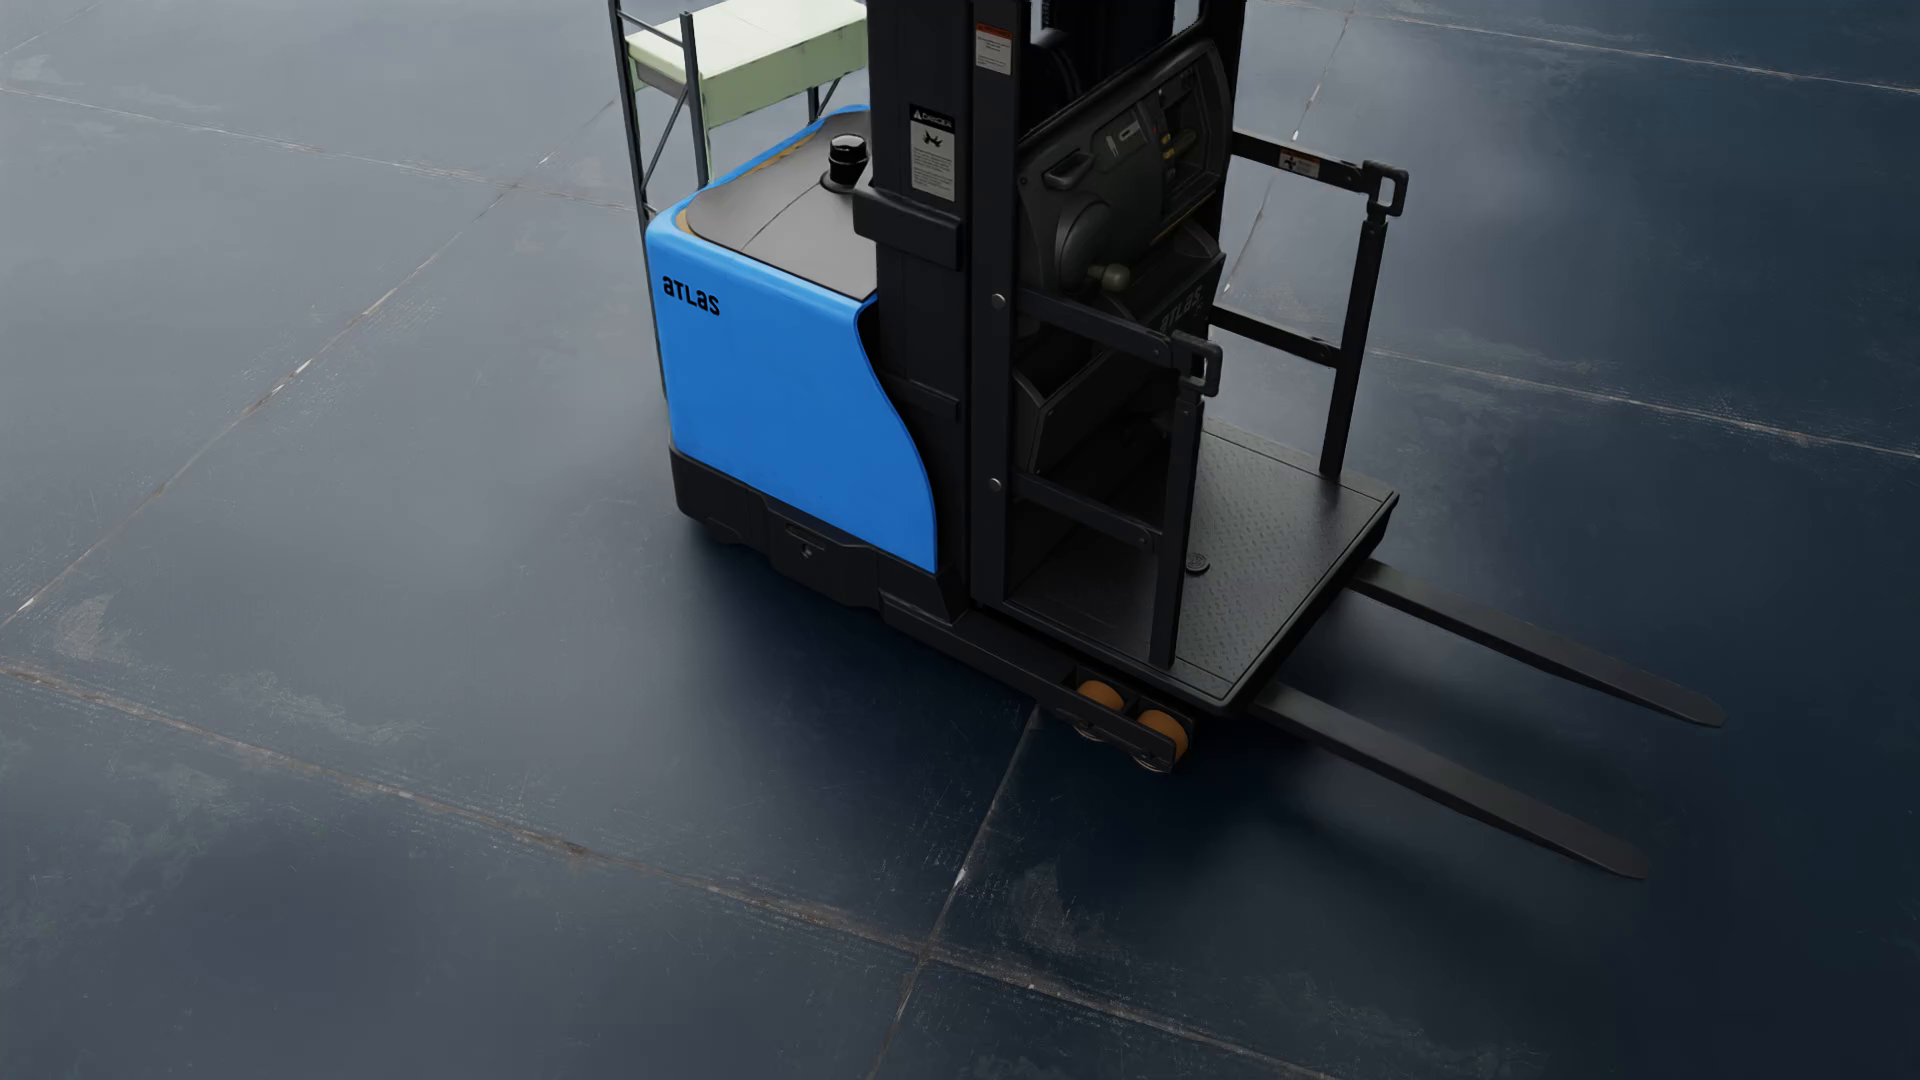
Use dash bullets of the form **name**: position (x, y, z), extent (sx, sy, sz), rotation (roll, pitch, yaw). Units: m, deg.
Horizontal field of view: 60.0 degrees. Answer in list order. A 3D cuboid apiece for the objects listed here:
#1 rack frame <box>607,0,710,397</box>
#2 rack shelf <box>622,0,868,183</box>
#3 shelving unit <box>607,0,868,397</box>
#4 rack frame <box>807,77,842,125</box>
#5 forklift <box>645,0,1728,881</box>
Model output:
- **rack frame**: position (-0.898, -0.996, 5.261), extent (0.023, 1.500, 0.400), rotation (-32, 50, -32)
- **rack shelf**: position (-0.635, -1.458, 5.202), extent (0.720, 0.370, 0.431), rotation (-32, 50, -32)
- **shelving unit**: position (-0.635, -1.161, 5.455), extent (0.755, 1.500, 0.431), rotation (-32, 50, -32)
- **rack frame**: position (-0.373, -1.327, 5.649), extent (0.023, 1.500, 0.400), rotation (-32, 50, -32)
- **forklift**: position (0.594, -0.882, 4.026), extent (3.031, 2.935, 1.130), rotation (25, 46, 26)
